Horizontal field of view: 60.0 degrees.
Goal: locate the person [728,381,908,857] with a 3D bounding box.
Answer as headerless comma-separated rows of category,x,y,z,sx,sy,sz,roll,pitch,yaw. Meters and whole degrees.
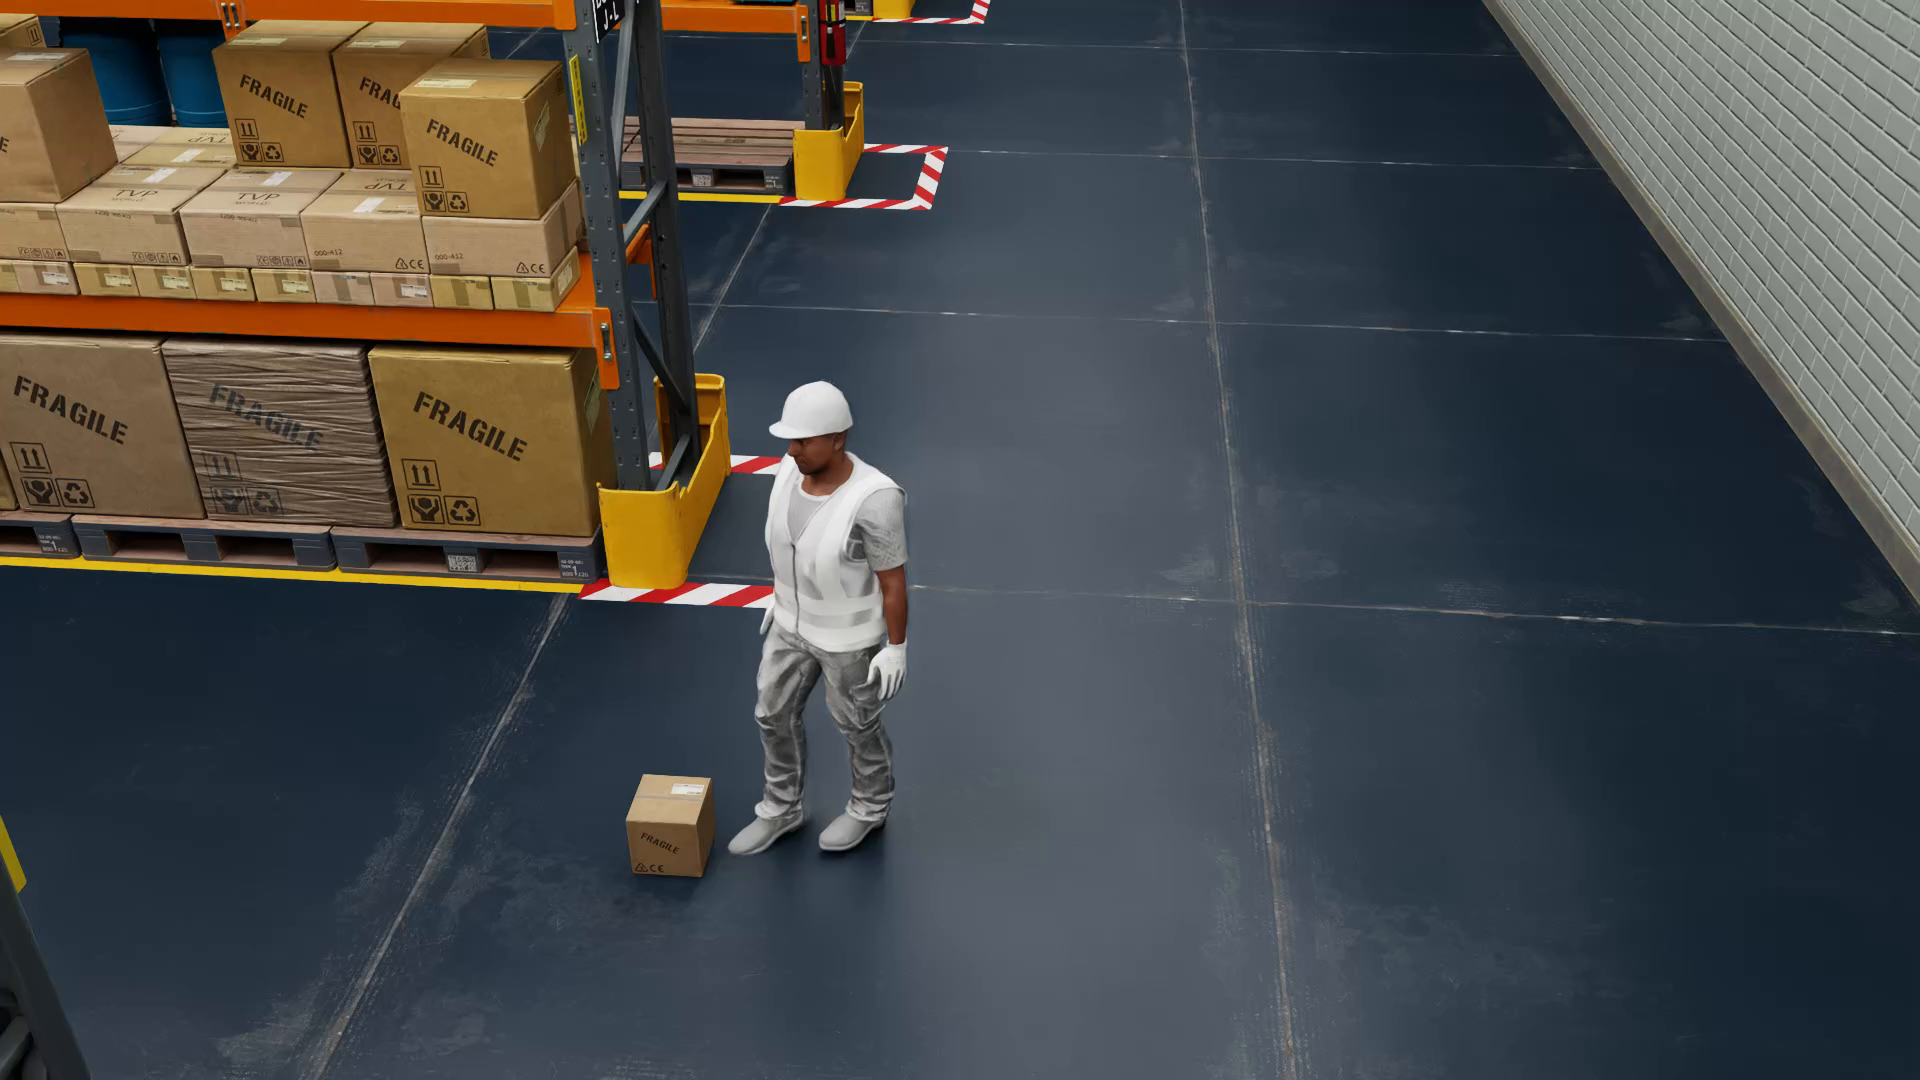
person,-0.483,0.344,5.558,0.593,1.809,0.547,26,40,35
